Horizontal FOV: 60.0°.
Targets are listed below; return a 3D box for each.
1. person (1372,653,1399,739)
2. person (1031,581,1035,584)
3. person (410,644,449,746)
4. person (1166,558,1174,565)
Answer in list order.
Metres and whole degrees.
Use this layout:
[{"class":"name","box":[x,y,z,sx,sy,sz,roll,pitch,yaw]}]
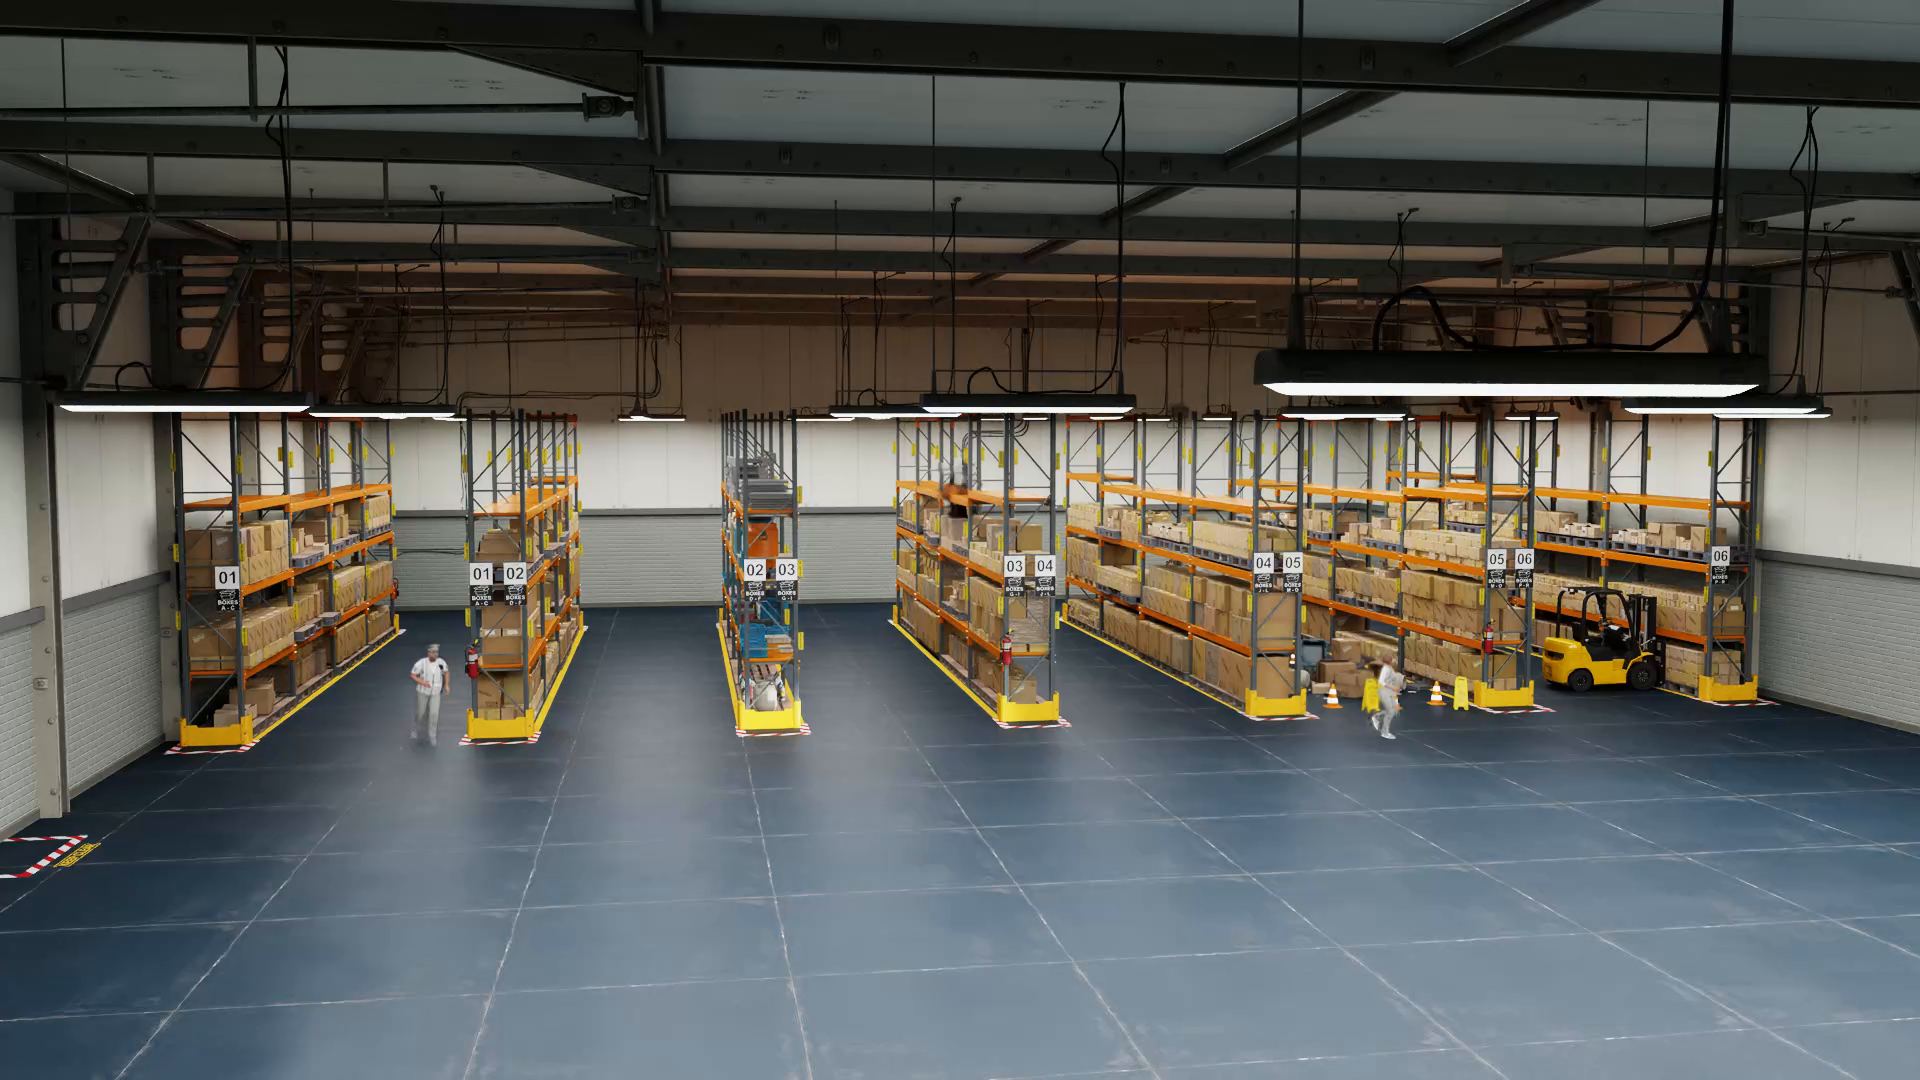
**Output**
[{"class":"person","box":[7.759,2.837,30.310,0.581,1.569,0.526,2,5,32]},{"class":"person","box":[2.155,1.631,46.278,0.693,1.741,0.654,0,4,-1]},{"class":"person","box":[-9.523,2.757,29.947,0.714,1.794,0.886,-2,5,-32]},{"class":"person","box":[6.379,1.366,50.443,0.747,1.714,0.533,-1,4,-7]}]
